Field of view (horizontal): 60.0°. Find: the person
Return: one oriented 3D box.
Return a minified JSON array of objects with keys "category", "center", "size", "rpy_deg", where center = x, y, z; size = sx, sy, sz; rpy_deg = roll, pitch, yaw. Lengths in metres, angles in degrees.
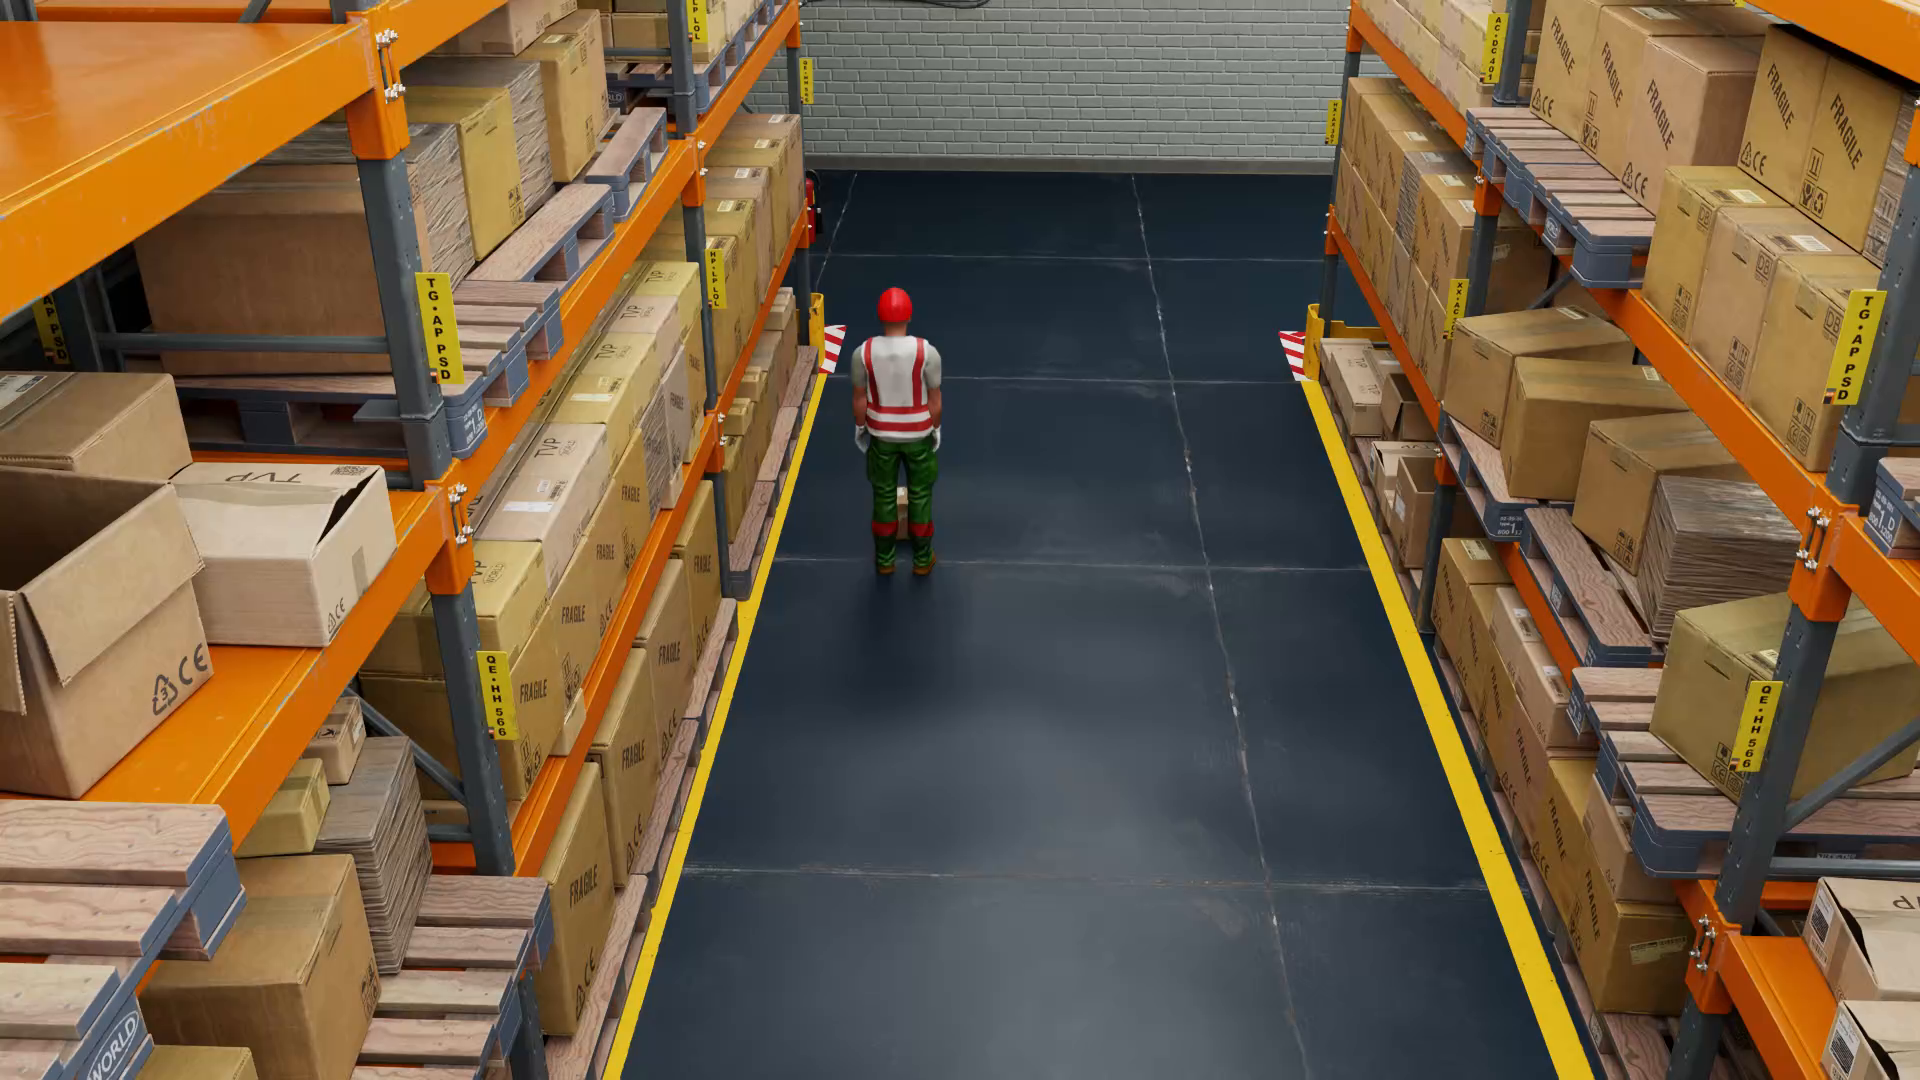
[{"category":"person","center":[-0.364,-0.633,9.793],"size":[0.528,1.798,0.351],"rpy_deg":[2,28,3]}]
